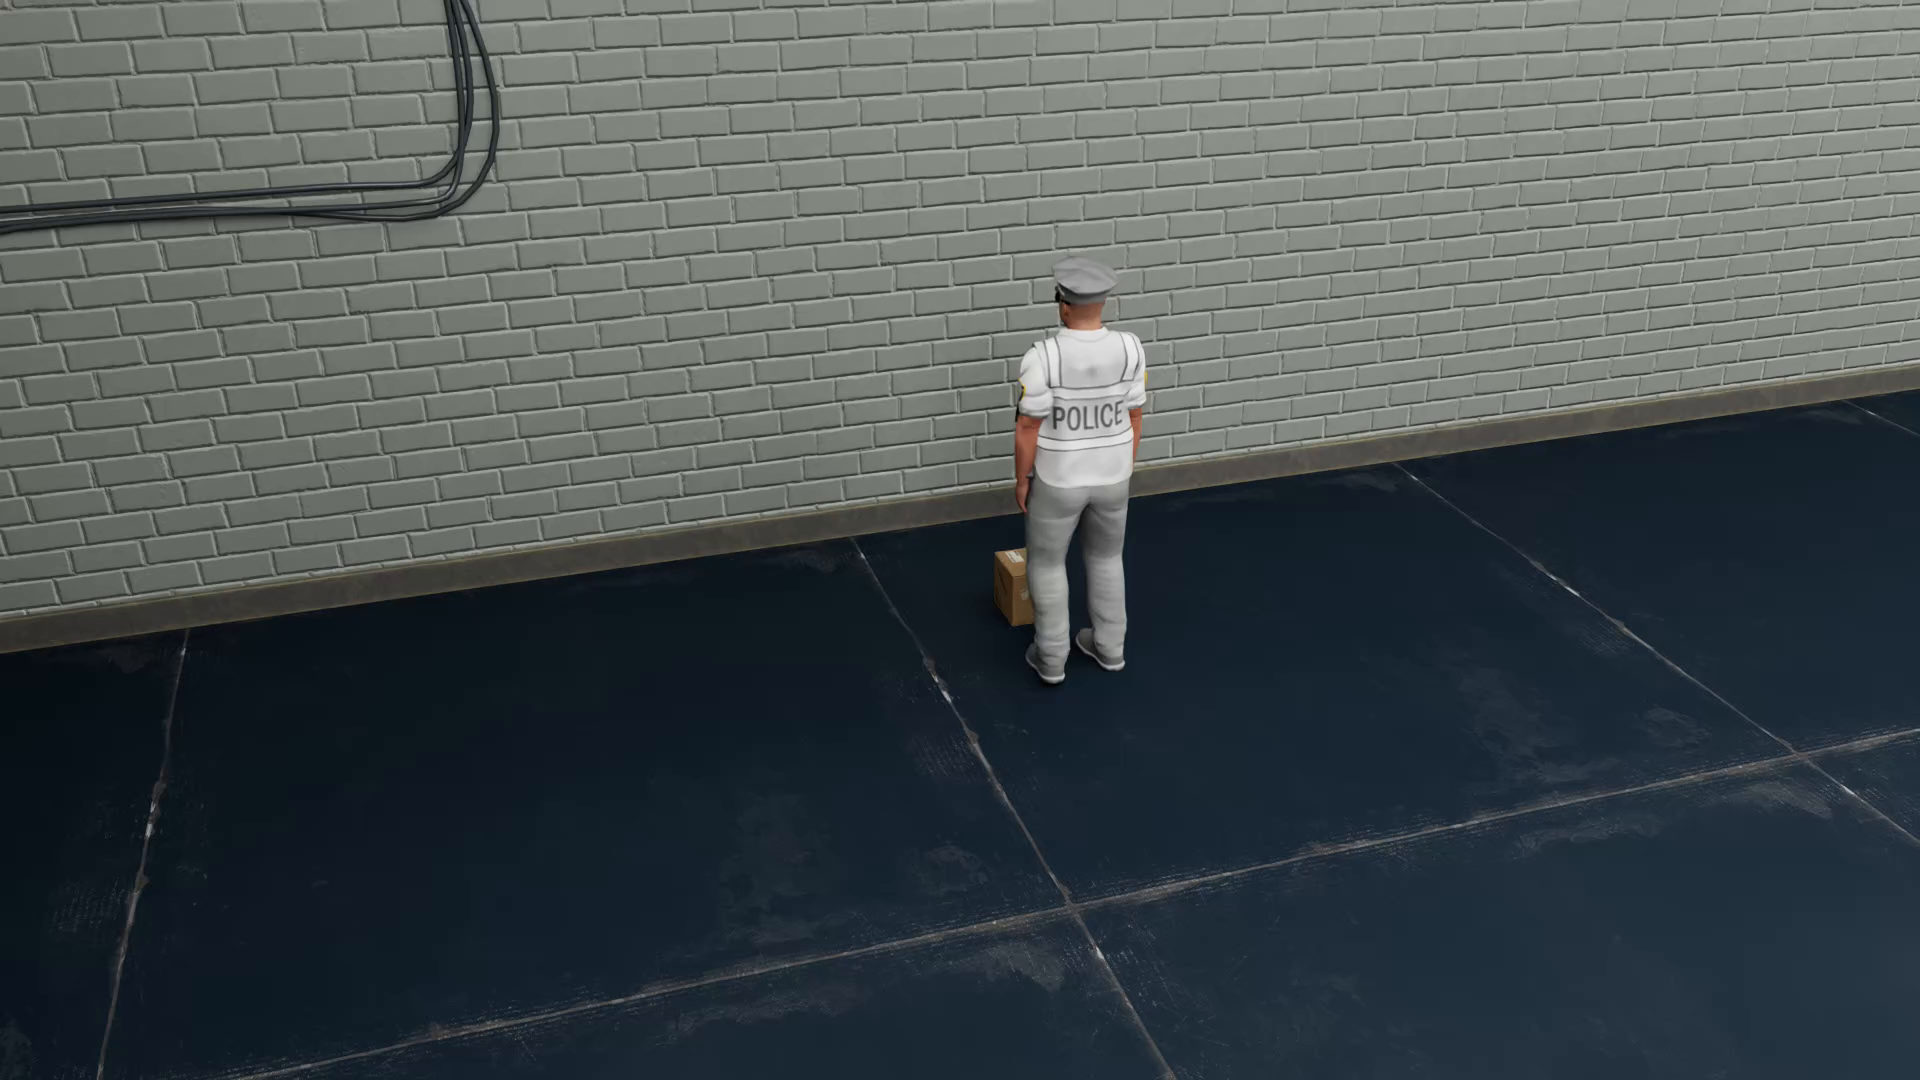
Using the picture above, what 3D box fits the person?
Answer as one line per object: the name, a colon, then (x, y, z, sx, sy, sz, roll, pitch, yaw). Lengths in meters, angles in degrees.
person: (0.456, -0.266, 6.646, 0.526, 1.762, 0.393, -8, 27, -15)
